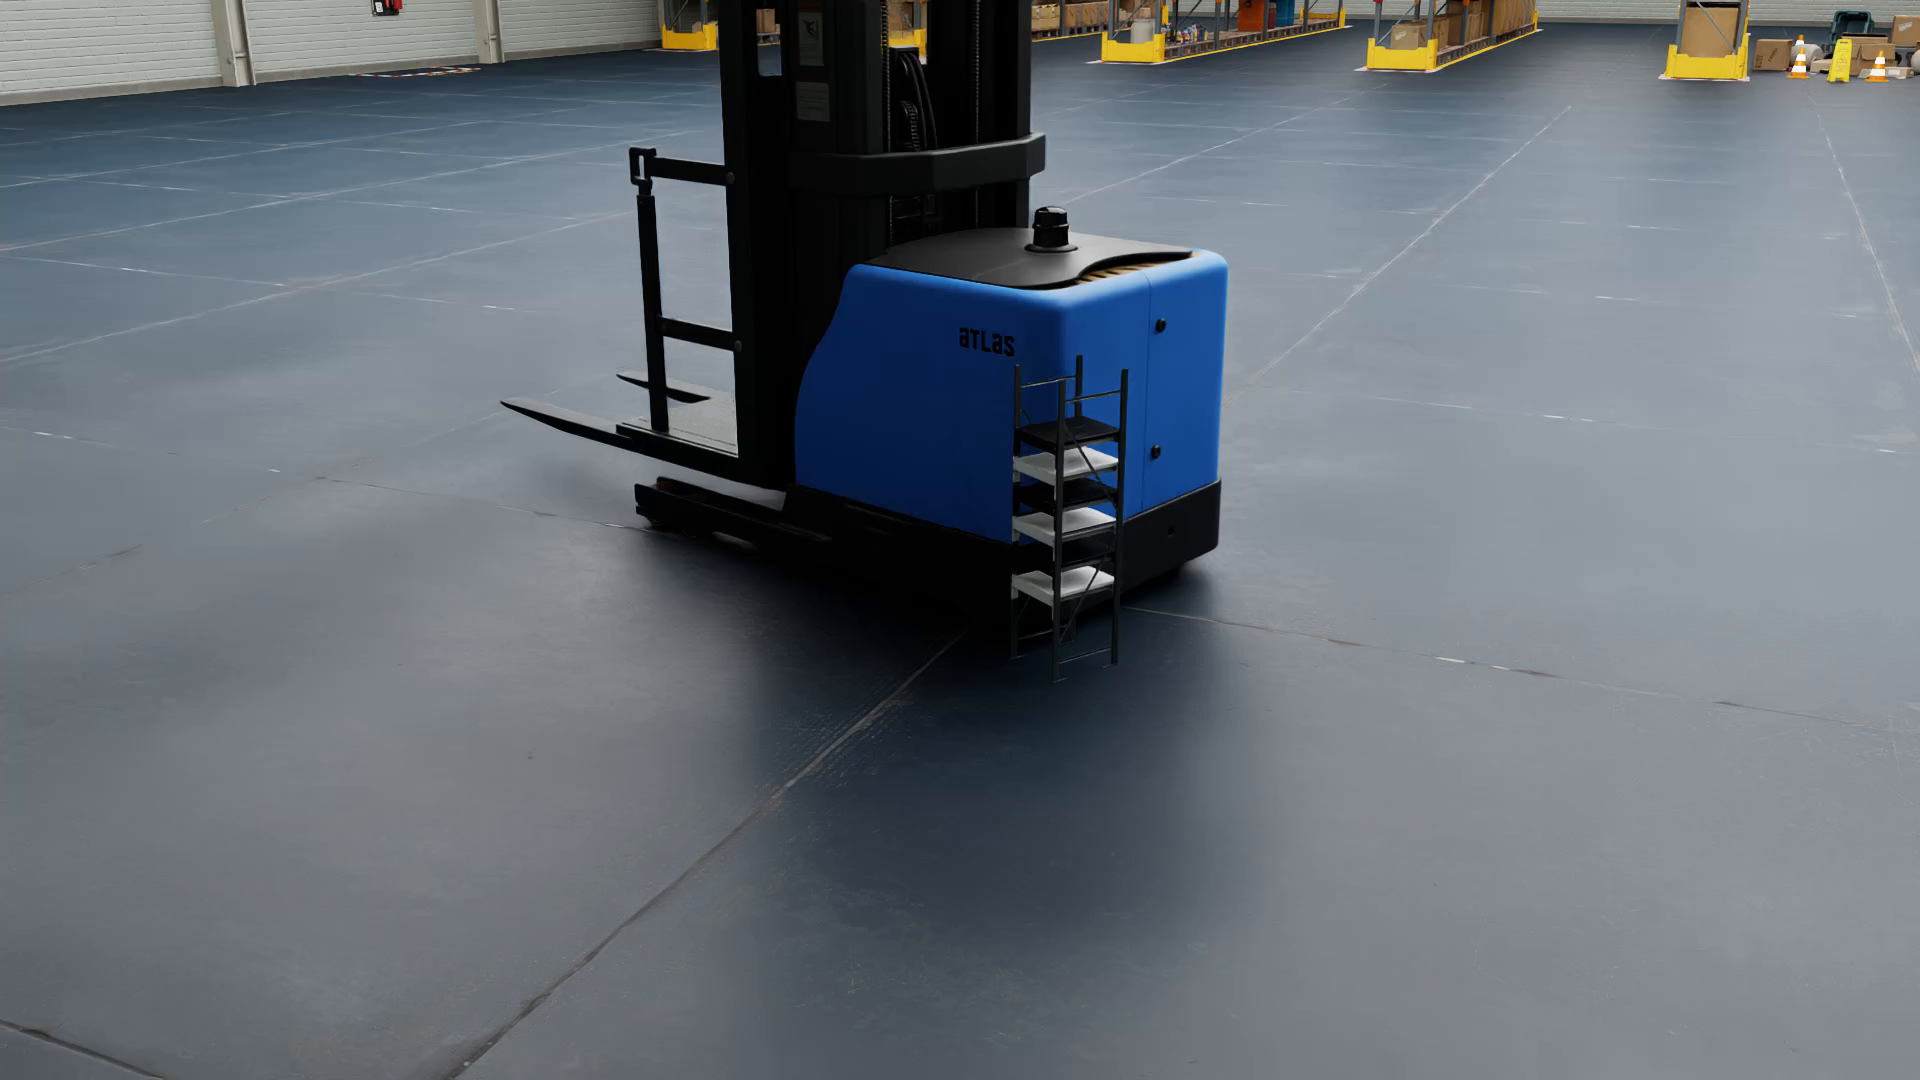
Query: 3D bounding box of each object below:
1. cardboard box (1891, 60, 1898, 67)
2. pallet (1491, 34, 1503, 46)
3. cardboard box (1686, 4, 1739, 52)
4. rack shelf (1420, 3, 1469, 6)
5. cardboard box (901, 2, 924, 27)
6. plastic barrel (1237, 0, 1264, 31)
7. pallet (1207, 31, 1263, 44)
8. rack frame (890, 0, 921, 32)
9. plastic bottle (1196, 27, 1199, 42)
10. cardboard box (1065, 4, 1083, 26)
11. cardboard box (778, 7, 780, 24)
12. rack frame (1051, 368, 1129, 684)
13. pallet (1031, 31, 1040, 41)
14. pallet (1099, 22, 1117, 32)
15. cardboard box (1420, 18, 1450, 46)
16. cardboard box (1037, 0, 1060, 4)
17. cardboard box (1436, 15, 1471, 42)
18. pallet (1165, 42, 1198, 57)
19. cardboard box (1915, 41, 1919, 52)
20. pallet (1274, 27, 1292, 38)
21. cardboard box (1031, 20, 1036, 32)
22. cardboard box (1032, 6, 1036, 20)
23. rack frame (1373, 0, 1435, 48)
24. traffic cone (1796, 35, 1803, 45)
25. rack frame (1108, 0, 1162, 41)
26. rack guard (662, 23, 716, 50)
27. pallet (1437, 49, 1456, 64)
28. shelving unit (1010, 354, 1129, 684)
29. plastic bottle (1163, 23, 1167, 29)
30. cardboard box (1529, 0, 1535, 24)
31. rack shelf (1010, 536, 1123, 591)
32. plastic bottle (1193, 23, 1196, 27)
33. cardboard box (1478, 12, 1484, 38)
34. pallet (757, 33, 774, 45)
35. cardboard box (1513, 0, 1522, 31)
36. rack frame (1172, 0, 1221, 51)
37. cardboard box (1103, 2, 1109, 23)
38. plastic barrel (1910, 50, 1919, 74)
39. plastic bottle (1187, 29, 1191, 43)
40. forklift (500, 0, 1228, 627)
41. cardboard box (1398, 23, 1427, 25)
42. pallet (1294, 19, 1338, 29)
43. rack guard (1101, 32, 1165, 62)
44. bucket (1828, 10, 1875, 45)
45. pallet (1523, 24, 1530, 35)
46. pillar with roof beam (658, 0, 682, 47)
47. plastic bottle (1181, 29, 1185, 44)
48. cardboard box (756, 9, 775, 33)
[{"bbox_3d":[16.179,-8.384,29.149,0.258,0.266,0.396,-5,20,-15],"label":"cardboard box"},{"bbox_3d":[11.459,-11.127,36.940,1.003,0.211,1.213,9,21,23],"label":"pallet"},{"bbox_3d":[12.851,-8.735,28.599,0.875,0.875,0.875,8,21,22],"label":"cardboard box"},{"bbox_3d":[10.249,-11.259,34.226,1.077,0.370,4.000,9,21,23],"label":"rack shelf"},{"bbox_3d":[-0.900,-10.893,34.479,0.500,0.500,0.500,9,21,23],"label":"cardboard box"},{"bbox_3d":[6.734,-12.217,38.456,0.600,0.830,0.708,9,21,23],"label":"plastic barrel"},{"bbox_3d":[6.196,-11.344,37.552,1.003,0.211,1.213,9,21,23],"label":"pallet"},{"bbox_3d":[-1.245,-11.125,32.773,1.000,3.000,0.127,9,21,23],"label":"rack frame"},{"bbox_3d":[4.803,-10.243,33.693,0.061,0.283,0.133,10,22,26],"label":"plastic bottle"},{"bbox_3d":[2.688,-12.860,40.728,0.500,0.500,0.500,8,21,21],"label":"cardboard box"},{"bbox_3d":[-3.841,-12.283,39.104,0.700,0.500,0.500,9,22,25],"label":"cardboard box"},{"bbox_3d":[0.366,-0.031,4.712,0.240,0.900,0.006,-13,23,-32],"label":"rack frame"},{"bbox_3d":[1.158,-11.638,38.380,1.003,0.211,1.213,9,21,23],"label":"pallet"},{"bbox_3d":[3.371,-13.225,42.842,1.003,0.211,1.213,9,21,23],"label":"pallet"},{"bbox_3d":[9.229,-9.890,32.406,0.500,0.500,0.500,8,21,21],"label":"cardboard box"},{"bbox_3d":[2.219,-13.289,40.814,0.500,0.250,0.500,9,22,25],"label":"cardboard box"},{"bbox_3d":[9.913,-10.344,33.654,0.700,0.500,0.500,8,21,22],"label":"cardboard box"},{"bbox_3d":[4.100,-9.779,33.151,1.003,0.211,1.213,9,21,23],"label":"pallet"},{"bbox_3d":[16.790,-8.310,28.585,0.500,0.500,0.500,-9,22,-24],"label":"cardboard box"},{"bbox_3d":[7.335,-12.194,39.941,1.003,0.211,1.213,9,21,23],"label":"pallet"},{"bbox_3d":[1.414,-11.809,38.175,0.500,0.250,0.500,9,21,24],"label":"cardboard box"},{"bbox_3d":[1.418,-12.076,38.089,0.500,0.311,0.500,9,22,24],"label":"cardboard box"},{"bbox_3d":[7.792,-9.764,28.948,1.000,3.000,0.127,9,21,23],"label":"rack frame"},{"bbox_3d":[15.840,-9.283,31.381,0.336,0.463,0.334,9,21,23],"label":"traffic cone"},{"bbox_3d":[3.273,-10.444,30.859,1.000,3.000,0.127,9,21,23],"label":"rack frame"},{"bbox_3d":[-5.734,-10.649,35.165,1.175,0.500,0.348,9,21,23],"label":"rack guard"},{"bbox_3d":[8.689,-9.089,31.210,1.003,0.211,1.213,9,21,23],"label":"pallet"},{"bbox_3d":[0.309,-0.059,4.791,0.258,0.900,0.210,-13,23,-32],"label":"shelving unit"},{"bbox_3d":[4.202,-10.436,34.134,0.144,0.351,0.185,9,22,24],"label":"plastic bottle"},{"bbox_3d":[14.154,-13.645,42.406,0.875,0.875,0.875,9,21,23],"label":"cardboard box"},{"bbox_3d":[0.309,0.057,4.833,0.258,0.077,0.200,-13,23,-32],"label":"rack shelf"},{"bbox_3d":[4.779,-10.409,34.058,0.144,0.351,0.185,9,21,23],"label":"plastic bottle"},{"bbox_3d":[10.811,-11.032,35.586,0.700,0.500,0.500,7,21,20],"label":"cardboard box"},{"bbox_3d":[-4.868,-11.128,36.943,1.003,0.211,1.213,9,21,23],"label":"pallet"},{"bbox_3d":[12.462,-12.431,38.991,1.225,0.875,0.875,9,21,23],"label":"cardboard box"},{"bbox_3d":[4.911,-11.667,34.297,1.000,3.000,0.127,9,21,23],"label":"rack frame"},{"bbox_3d":[3.519,-13.482,42.477,0.500,0.500,0.500,9,21,23],"label":"cardboard box"},{"bbox_3d":[16.297,-8.030,27.916,0.421,0.421,0.512,-9,22,-24],"label":"plastic barrel"},{"bbox_3d":[4.564,-10.074,33.235,0.097,0.271,0.097,0,20,0],"label":"plastic bottle"},{"bbox_3d":[-0.559,-1.505,5.826,3.031,2.935,1.130,16,25,38],"label":"forklift"},{"bbox_3d":[8.276,-9.160,30.354,0.500,0.500,0.500,15,25,37],"label":"cardboard box"},{"bbox_3d":[9.452,-13.774,44.385,1.003,0.211,1.213,9,21,23],"label":"pallet"},{"bbox_3d":[3.261,-9.296,31.361,1.175,0.500,0.348,9,21,23],"label":"rack guard"},{"bbox_3d":[15.961,-9.091,29.673,0.726,0.611,0.620,18,16,41],"label":"bucket"},{"bbox_3d":[13.587,-12.715,41.406,1.003,0.211,1.213,9,21,23],"label":"pallet"},{"bbox_3d":[-2.340,-14.372,32.950,9.100,9.000,0.400,9,21,23],"label":"pillar with roof beam"},{"bbox_3d":[4.409,-9.949,32.866,0.061,0.283,0.133,9,21,24],"label":"plastic bottle"},{"bbox_3d":[-4.516,-11.733,37.557,0.500,0.500,0.500,7,21,19],"label":"cardboard box"}]
